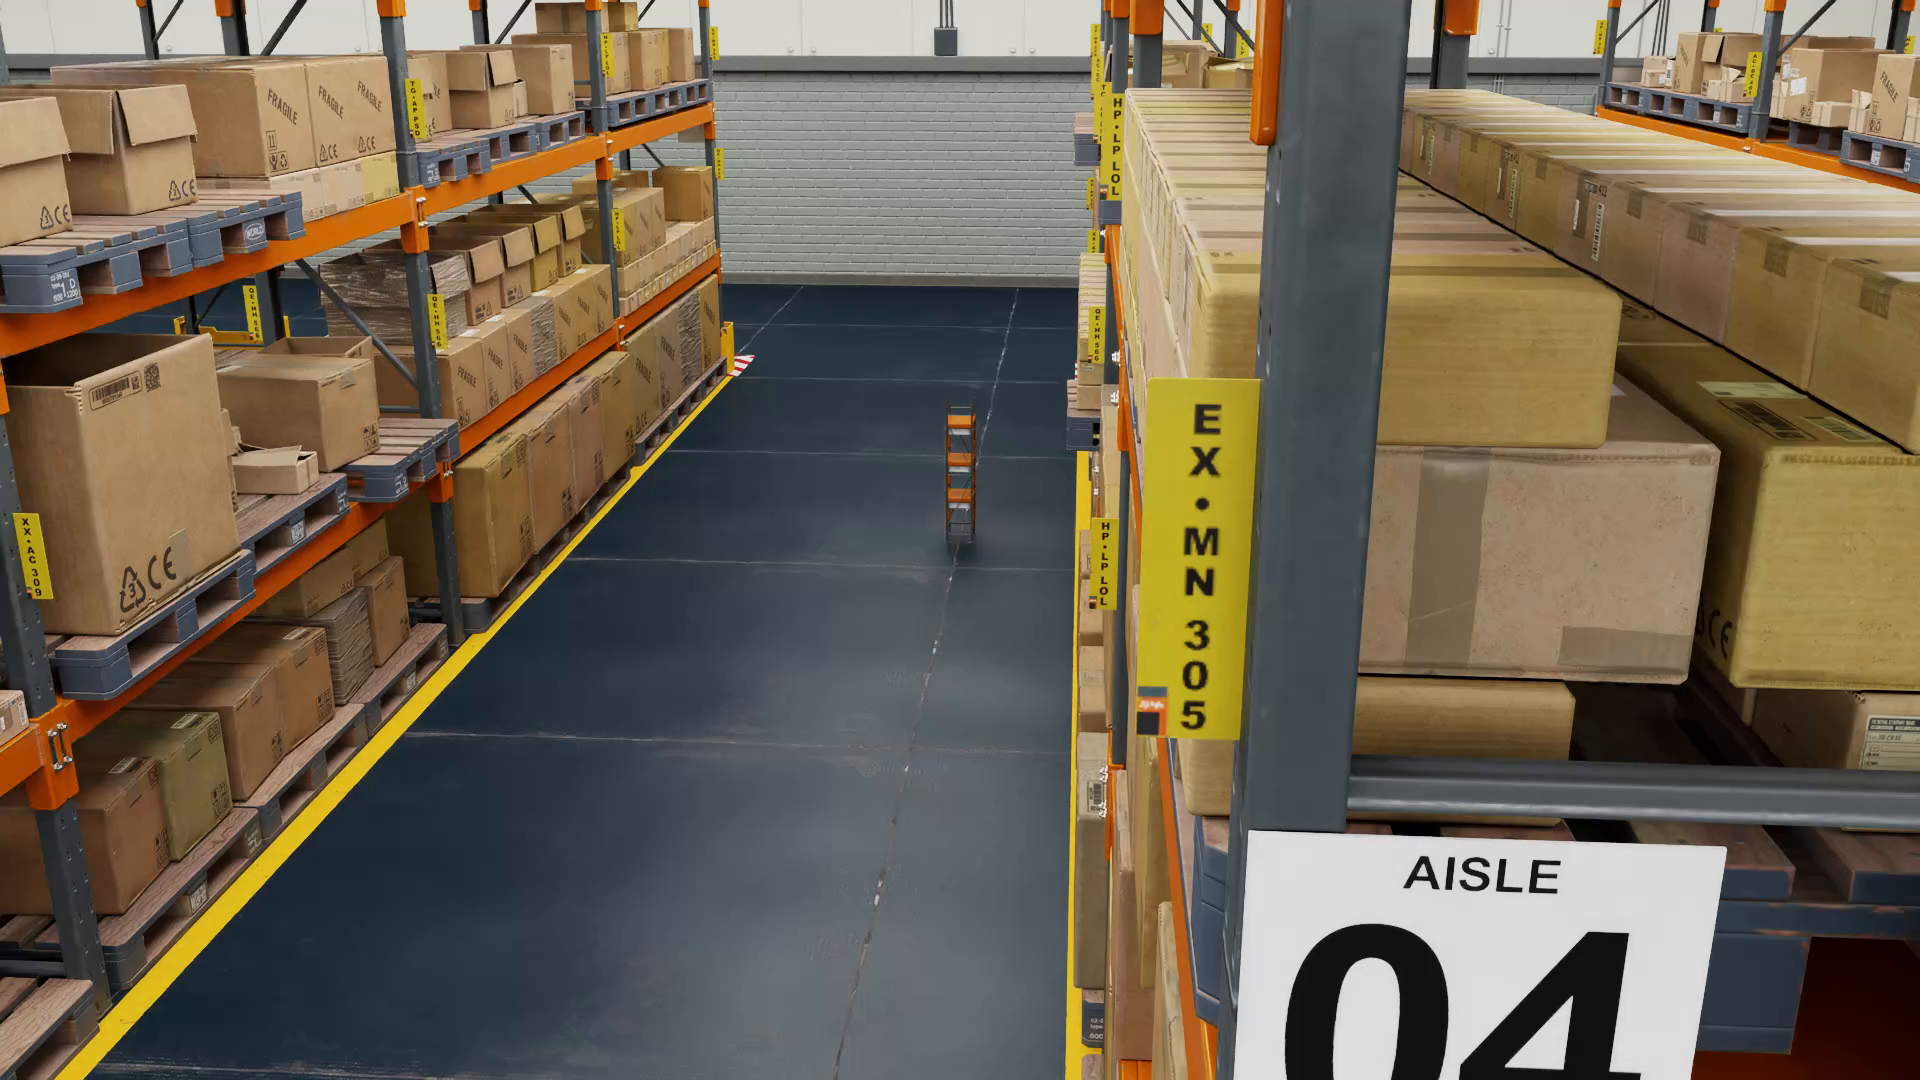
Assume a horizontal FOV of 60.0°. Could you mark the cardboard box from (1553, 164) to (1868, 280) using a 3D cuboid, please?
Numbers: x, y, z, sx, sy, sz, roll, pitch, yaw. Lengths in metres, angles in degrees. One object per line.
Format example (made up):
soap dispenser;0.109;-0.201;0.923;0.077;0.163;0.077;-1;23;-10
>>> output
cardboard box;1.161;-0.498;2.597;0.380;0.149;0.250;1;18;3

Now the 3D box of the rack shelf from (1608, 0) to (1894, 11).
rack shelf;6.694;-4.742;14.240;1.077;0.370;4.000;1;18;4

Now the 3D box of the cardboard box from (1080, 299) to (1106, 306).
cardboard box;0.975;-1.481;10.899;0.380;0.149;0.250;1;18;4

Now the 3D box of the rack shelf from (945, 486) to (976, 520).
rack shelf;0.004;-0.241;12.400;0.215;0.259;0.240;1;18;4

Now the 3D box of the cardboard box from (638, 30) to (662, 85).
cardboard box;-3.180;-4.489;15.492;0.700;0.500;0.500;0;18;0

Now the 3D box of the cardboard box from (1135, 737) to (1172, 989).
cardboard box;0.842;0.636;3.690;0.875;0.550;0.500;1;18;4

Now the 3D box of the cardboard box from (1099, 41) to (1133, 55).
cardboard box;1.514;-4.647;15.769;0.380;0.149;0.250;1;18;4

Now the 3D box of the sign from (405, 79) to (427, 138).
sign;-3.080;-2.439;9.402;0.100;0.325;0.005;1;18;4

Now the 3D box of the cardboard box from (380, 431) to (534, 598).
cardboard box;-3.550;-0.184;10.906;1.225;0.875;0.875;0;18;1

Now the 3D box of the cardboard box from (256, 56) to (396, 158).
cardboard box;-3.405;-2.337;8.958;0.500;0.500;0.500;2;18;5

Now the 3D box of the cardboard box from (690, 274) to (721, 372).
cardboard box;-3.013;-2.255;17.224;0.875;0.875;0.875;1;18;4

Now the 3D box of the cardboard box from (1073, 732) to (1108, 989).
cardboard box;0.987;1.279;6.642;1.050;0.750;0.750;1;18;4

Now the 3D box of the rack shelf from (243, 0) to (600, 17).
rack shelf;-3.477;-3.721;11.124;1.077;0.370;4.000;1;18;4

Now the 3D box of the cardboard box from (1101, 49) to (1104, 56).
cardboard box;1.340;-3.924;13.563;0.380;0.149;0.250;1;18;4

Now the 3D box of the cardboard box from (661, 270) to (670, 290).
cardboard box;-2.888;-2.391;15.305;0.380;0.149;0.250;1;18;5

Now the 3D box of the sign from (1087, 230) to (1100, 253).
sign;1.064;-2.302;13.241;0.100;0.325;0.005;1;18;4

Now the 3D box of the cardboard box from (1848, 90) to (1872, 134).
cardboard box;6.070;-2.803;10.885;0.396;0.266;0.258;3;18;8

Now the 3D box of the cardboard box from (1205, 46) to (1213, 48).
cardboard box;2.011;-4.154;14.264;0.380;0.149;0.250;2;18;7

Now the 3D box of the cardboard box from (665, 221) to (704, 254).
cardboard box;-2.854;-3.021;16.590;0.500;0.250;0.500;1;18;3

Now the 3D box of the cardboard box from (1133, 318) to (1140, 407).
cardboard box;0.558;-0.371;3.491;0.380;0.149;0.250;2;18;5

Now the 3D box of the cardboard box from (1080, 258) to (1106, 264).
cardboard box;1.105;-2.045;12.620;0.380;0.149;0.250;2;18;5

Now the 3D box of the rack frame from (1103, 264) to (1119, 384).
rack frame;1.319;-0.639;9.554;1.000;3.000;0.127;1;18;4

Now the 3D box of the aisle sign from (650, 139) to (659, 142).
aisle sign;-3.341;-4.530;17.255;0.394;0.787;0.004;1;18;4

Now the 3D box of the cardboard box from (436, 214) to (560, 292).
cardboard box;-3.432;-2.136;12.352;0.797;0.503;0.637;1;18;5

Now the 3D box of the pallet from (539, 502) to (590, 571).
pallet;-3.399;-0.077;12.318;1.003;0.211;1.213;1;18;4

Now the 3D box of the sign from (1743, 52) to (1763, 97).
sign;5.997;-3.522;12.581;0.100;0.325;0.005;1;18;4

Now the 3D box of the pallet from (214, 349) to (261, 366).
pallet;-8.085;-1.795;17.563;1.003;0.211;1.213;1;18;4

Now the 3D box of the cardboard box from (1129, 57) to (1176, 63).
cardboard box;1.111;-2.766;9.841;0.396;0.266;0.258;1;18;4

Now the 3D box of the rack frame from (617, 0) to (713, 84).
rack frame;-3.047;-6.116;16.637;1.000;3.000;0.127;1;18;4

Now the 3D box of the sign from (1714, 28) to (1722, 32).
sign;7.378;-4.836;16.253;0.100;0.325;0.005;1;18;4

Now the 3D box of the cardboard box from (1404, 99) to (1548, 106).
cardboard box;1.288;-1.051;4.284;0.380;0.149;0.250;1;18;4

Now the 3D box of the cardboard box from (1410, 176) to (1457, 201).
cardboard box;1.179;-0.668;3.755;0.500;0.250;0.500;1;18;3

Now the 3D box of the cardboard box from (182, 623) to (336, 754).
cardboard box;-3.709;0.755;8.608;0.700;0.500;0.500;3;18;9

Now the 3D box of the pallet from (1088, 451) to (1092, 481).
pallet;1.619;-0.765;14.419;1.003;0.211;1.213;1;18;4

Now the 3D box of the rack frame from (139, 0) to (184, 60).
rack frame;-7.987;-6.227;16.974;1.000;3.000;0.127;1;18;4

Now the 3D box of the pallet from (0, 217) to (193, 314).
pallet;-3.757;-1.064;6.337;1.213;0.211;1.003;1;18;4

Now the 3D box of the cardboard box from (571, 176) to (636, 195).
cardboard box;-3.418;-3.232;16.029;0.500;0.500;0.500;1;18;2

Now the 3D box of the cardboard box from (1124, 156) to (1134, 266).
cardboard box;0.684;-0.836;4.269;0.500;0.250;0.500;1;18;3

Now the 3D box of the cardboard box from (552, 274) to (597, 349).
cardboard box;-3.137;-1.766;12.833;0.500;0.500;0.500;2;18;6

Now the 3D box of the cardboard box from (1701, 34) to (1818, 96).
cardboard box;6.615;-3.943;13.821;0.797;0.503;0.637;3;18;8

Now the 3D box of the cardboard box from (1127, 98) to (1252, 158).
cardboard box;0.632;-1.065;4.326;0.380;0.149;0.250;1;18;3

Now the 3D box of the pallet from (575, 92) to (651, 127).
pallet;-3.265;-3.660;14.101;1.003;0.211;1.213;1;18;4

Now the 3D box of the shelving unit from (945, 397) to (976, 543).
shelving unit;0.004;-0.516;12.310;0.215;1.050;0.252;1;18;4

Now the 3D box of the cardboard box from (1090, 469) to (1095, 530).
cardboard box;1.168;-0.186;11.514;0.500;0.500;0.500;0;18;1

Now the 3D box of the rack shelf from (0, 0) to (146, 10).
rack shelf;-8.131;-5.074;15.253;1.077;0.370;4.000;1;18;4

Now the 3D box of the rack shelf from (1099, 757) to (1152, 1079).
rack shelf;0.889;1.567;3.979;1.077;0.370;4.000;1;18;4

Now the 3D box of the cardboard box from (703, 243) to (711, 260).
cardboard box;-2.761;-2.947;17.004;0.380;0.149;0.250;1;18;4

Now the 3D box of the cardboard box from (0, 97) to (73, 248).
cardboard box;-3.775;-1.356;6.087;0.797;0.503;0.637;0;18;1

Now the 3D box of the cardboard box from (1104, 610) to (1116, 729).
cardboard box;0.803;0.388;6.260;0.500;0.500;0.500;1;18;4

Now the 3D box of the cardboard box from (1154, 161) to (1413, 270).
cardboard box;0.505;-0.513;2.643;0.380;0.149;0.250;1;18;4

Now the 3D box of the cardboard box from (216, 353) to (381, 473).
cardboard box;-3.560;-0.683;8.857;0.700;0.500;0.500;4;19;12
